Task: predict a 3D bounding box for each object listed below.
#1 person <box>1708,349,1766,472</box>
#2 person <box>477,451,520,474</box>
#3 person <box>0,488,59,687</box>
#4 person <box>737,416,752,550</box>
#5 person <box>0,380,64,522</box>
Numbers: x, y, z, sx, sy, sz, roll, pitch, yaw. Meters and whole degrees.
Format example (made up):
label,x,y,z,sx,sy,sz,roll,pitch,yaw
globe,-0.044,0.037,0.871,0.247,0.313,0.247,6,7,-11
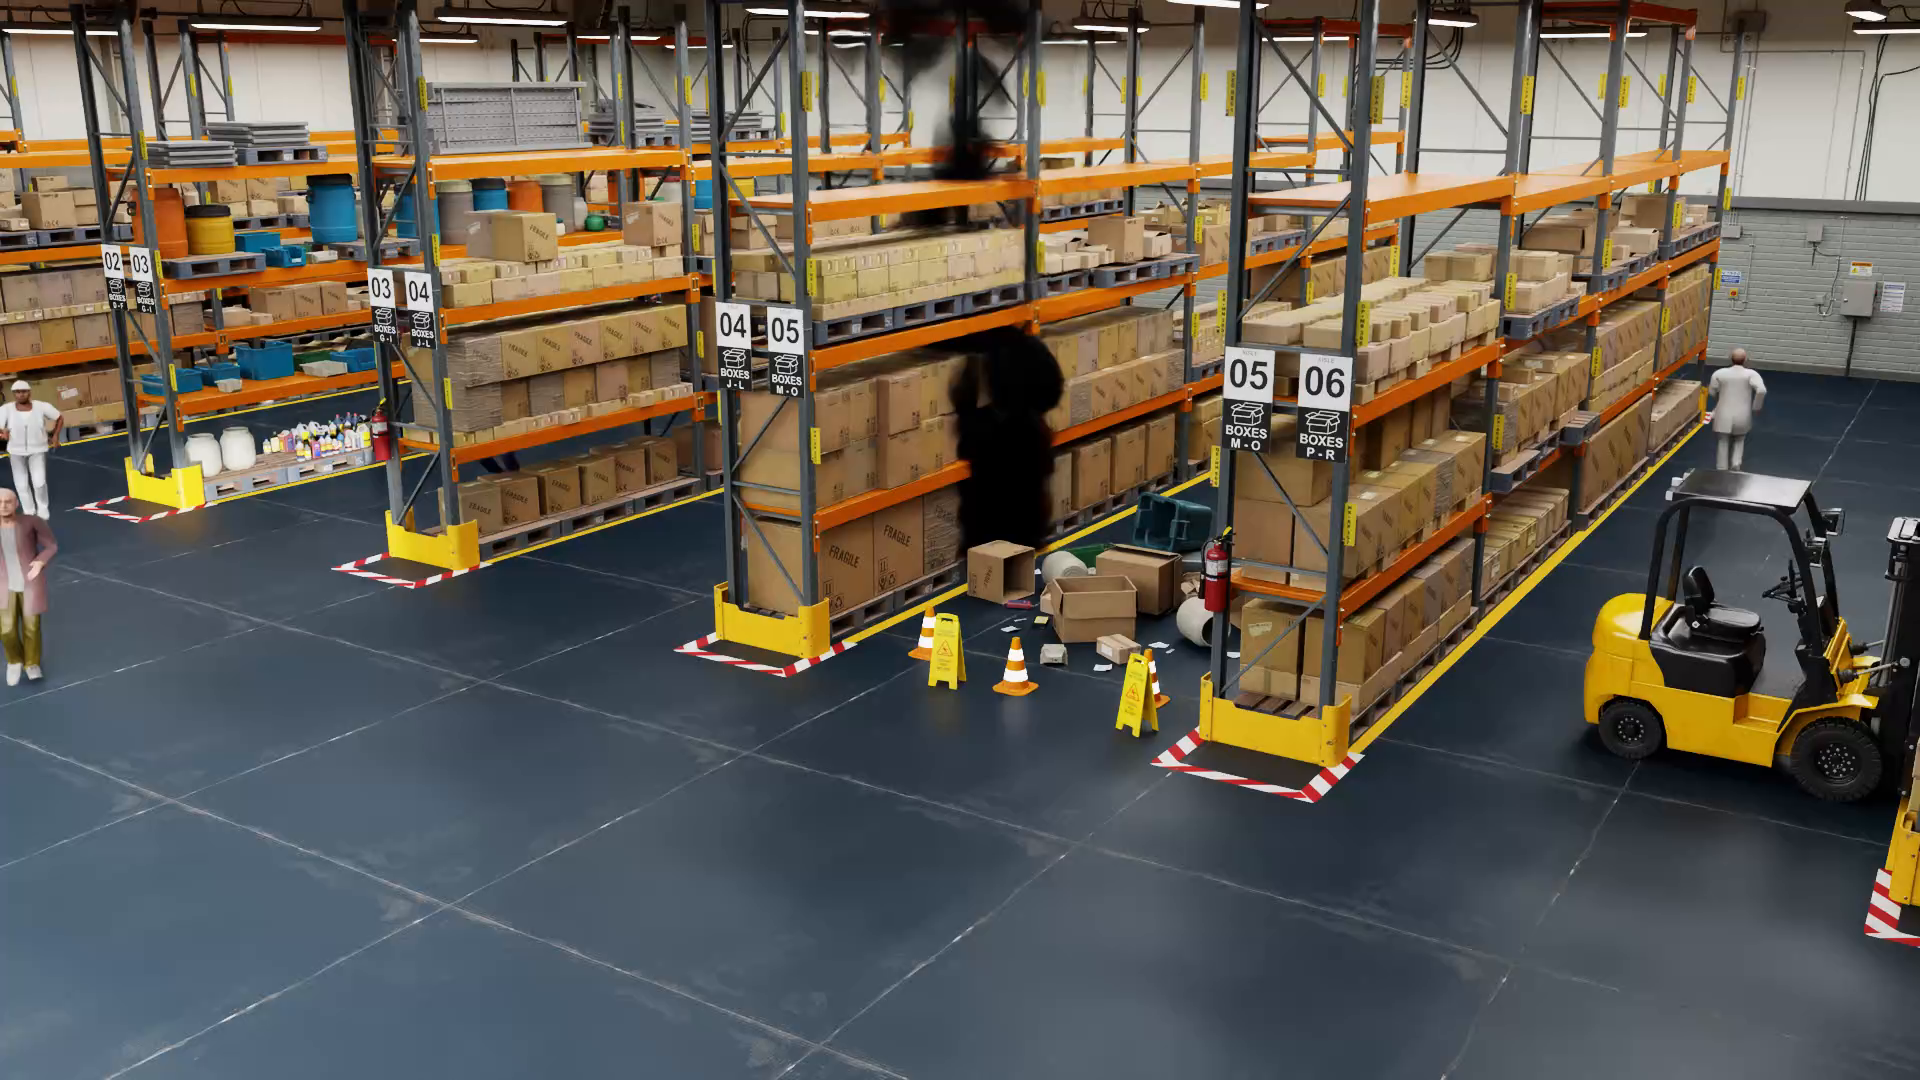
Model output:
label,x,y,z,sx,sy,sz,roll,pitch,yaw
person,10.117,-1.618,21.749,0.675,1.790,0.762,7,17,23
person,-5.869,-1.376,21.139,0.582,1.613,0.643,7,17,25
person,-8.183,0.420,14.448,0.709,1.767,0.714,-8,18,-27
person,-2.177,-0.785,17.934,0.547,1.763,0.709,8,17,26
person,-11.005,-1.030,19.684,0.730,1.738,0.681,-6,17,-21
